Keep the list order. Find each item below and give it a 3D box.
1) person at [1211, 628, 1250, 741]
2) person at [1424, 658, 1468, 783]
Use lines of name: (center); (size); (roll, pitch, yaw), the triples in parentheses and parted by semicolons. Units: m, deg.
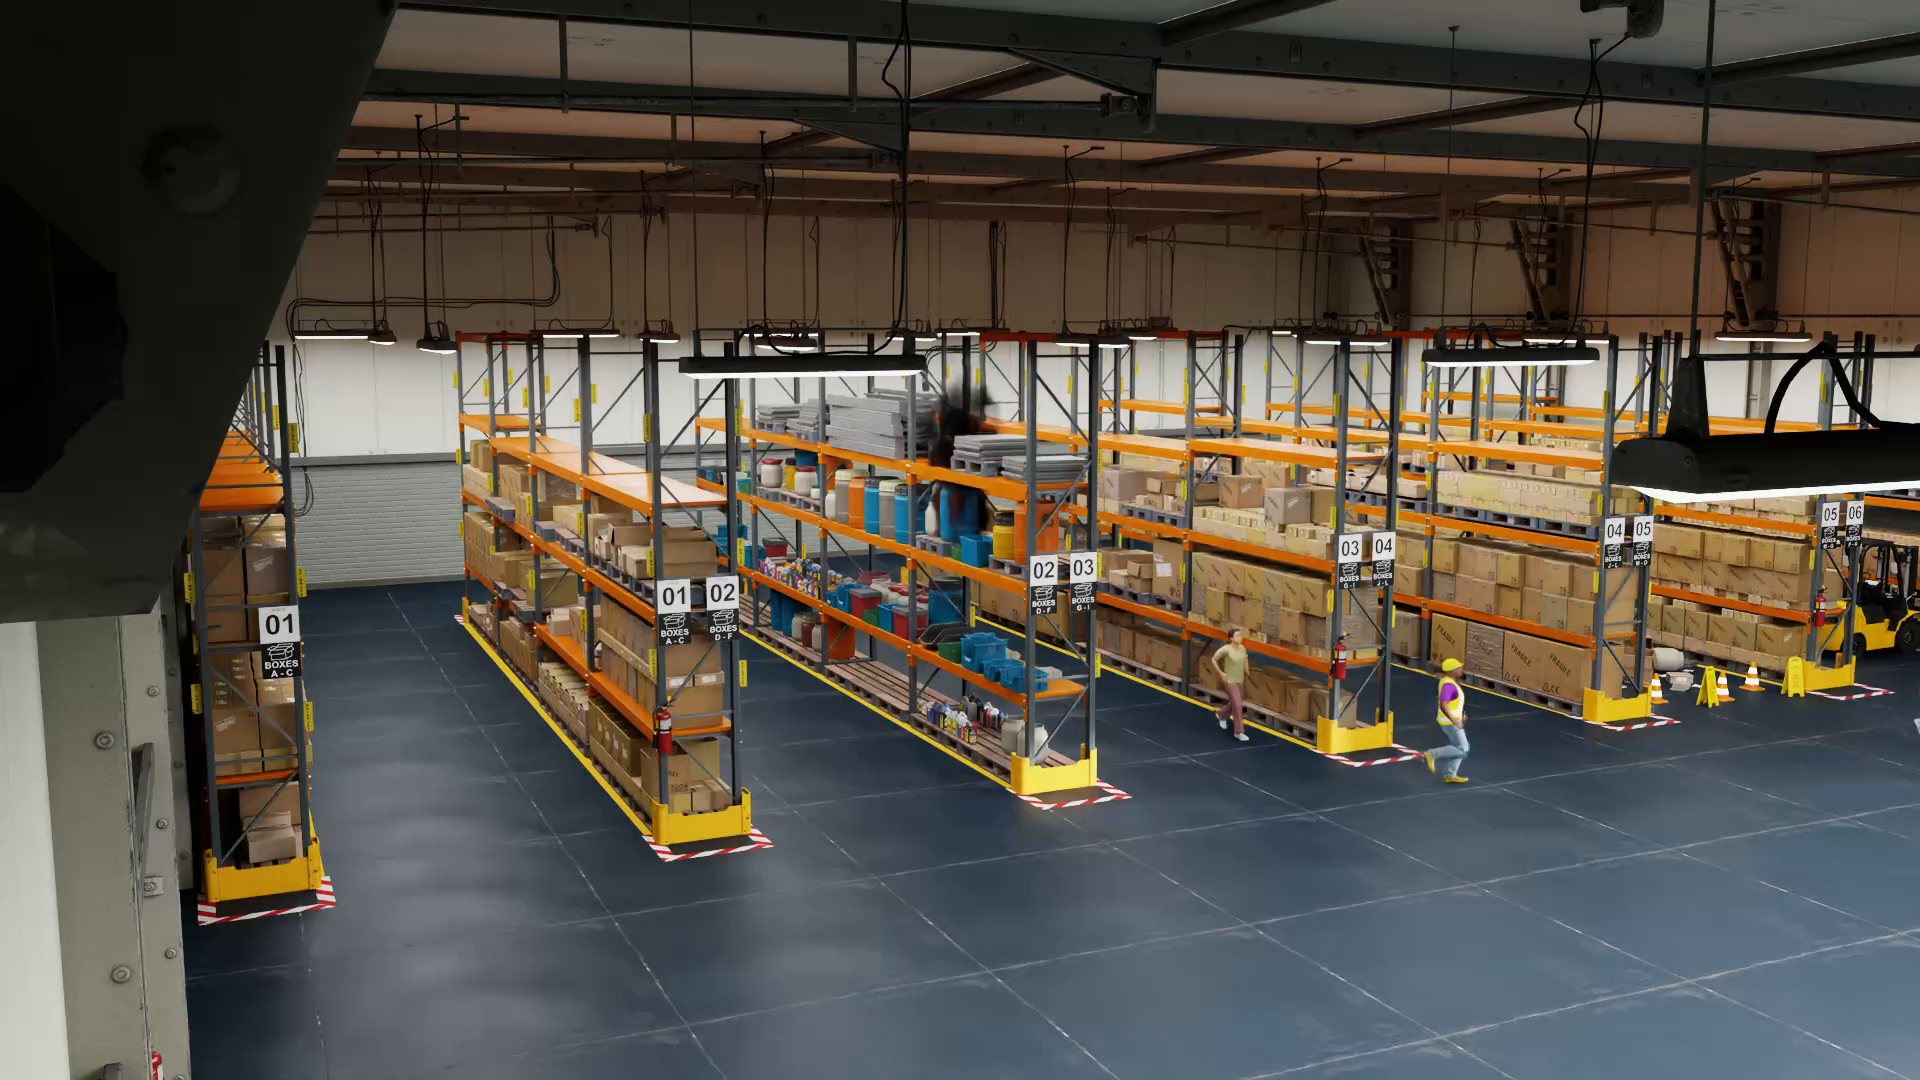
person: (4.097, 2.135, 25.037); (0.597, 1.659, 0.836); (-5, 9, -31)
person: (6.633, 2.456, 22.648); (0.602, 1.709, 0.708); (1, 8, 11)
